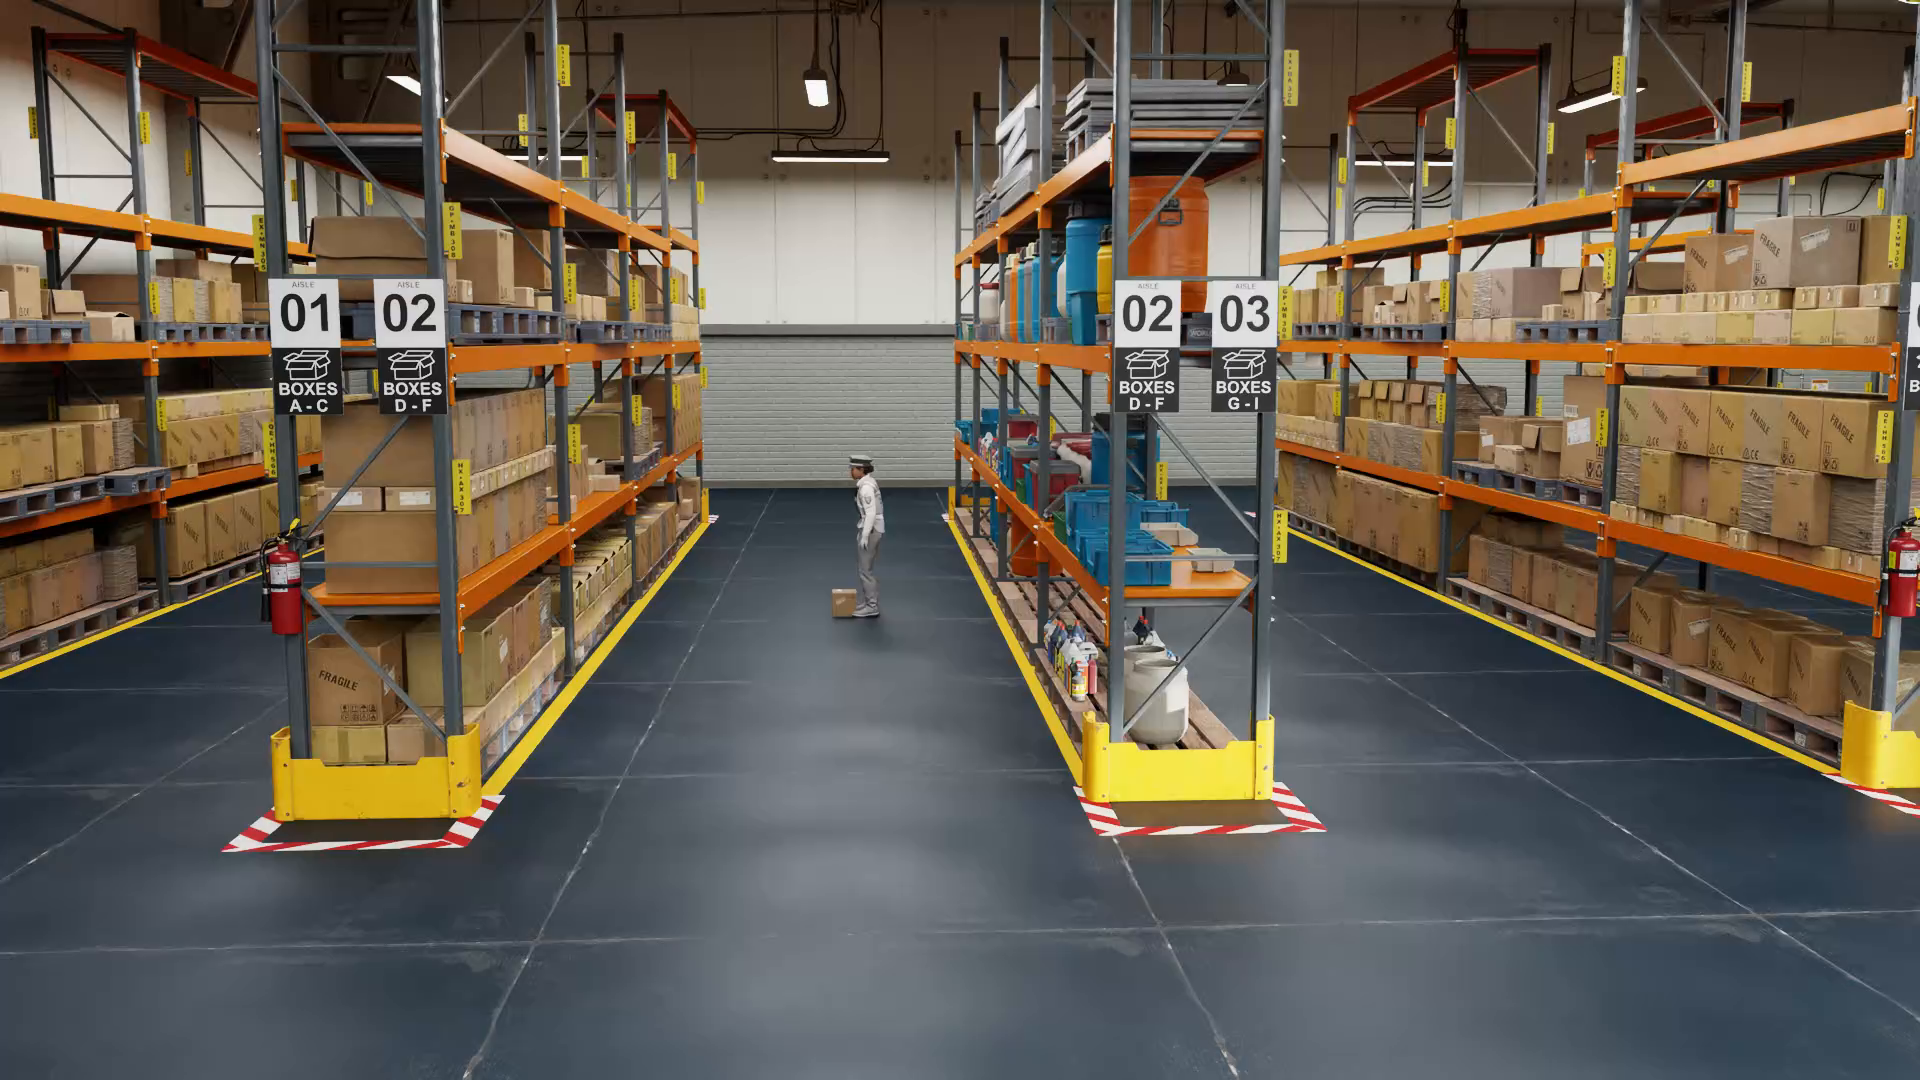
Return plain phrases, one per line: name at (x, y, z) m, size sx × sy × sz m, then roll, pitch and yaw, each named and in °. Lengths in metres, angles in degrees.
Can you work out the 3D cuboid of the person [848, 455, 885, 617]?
person at (-0.964, -0.051, 17.159) m, size 0.379 × 1.663 × 0.535 m, roll -1°, pitch 7°, yaw -5°
